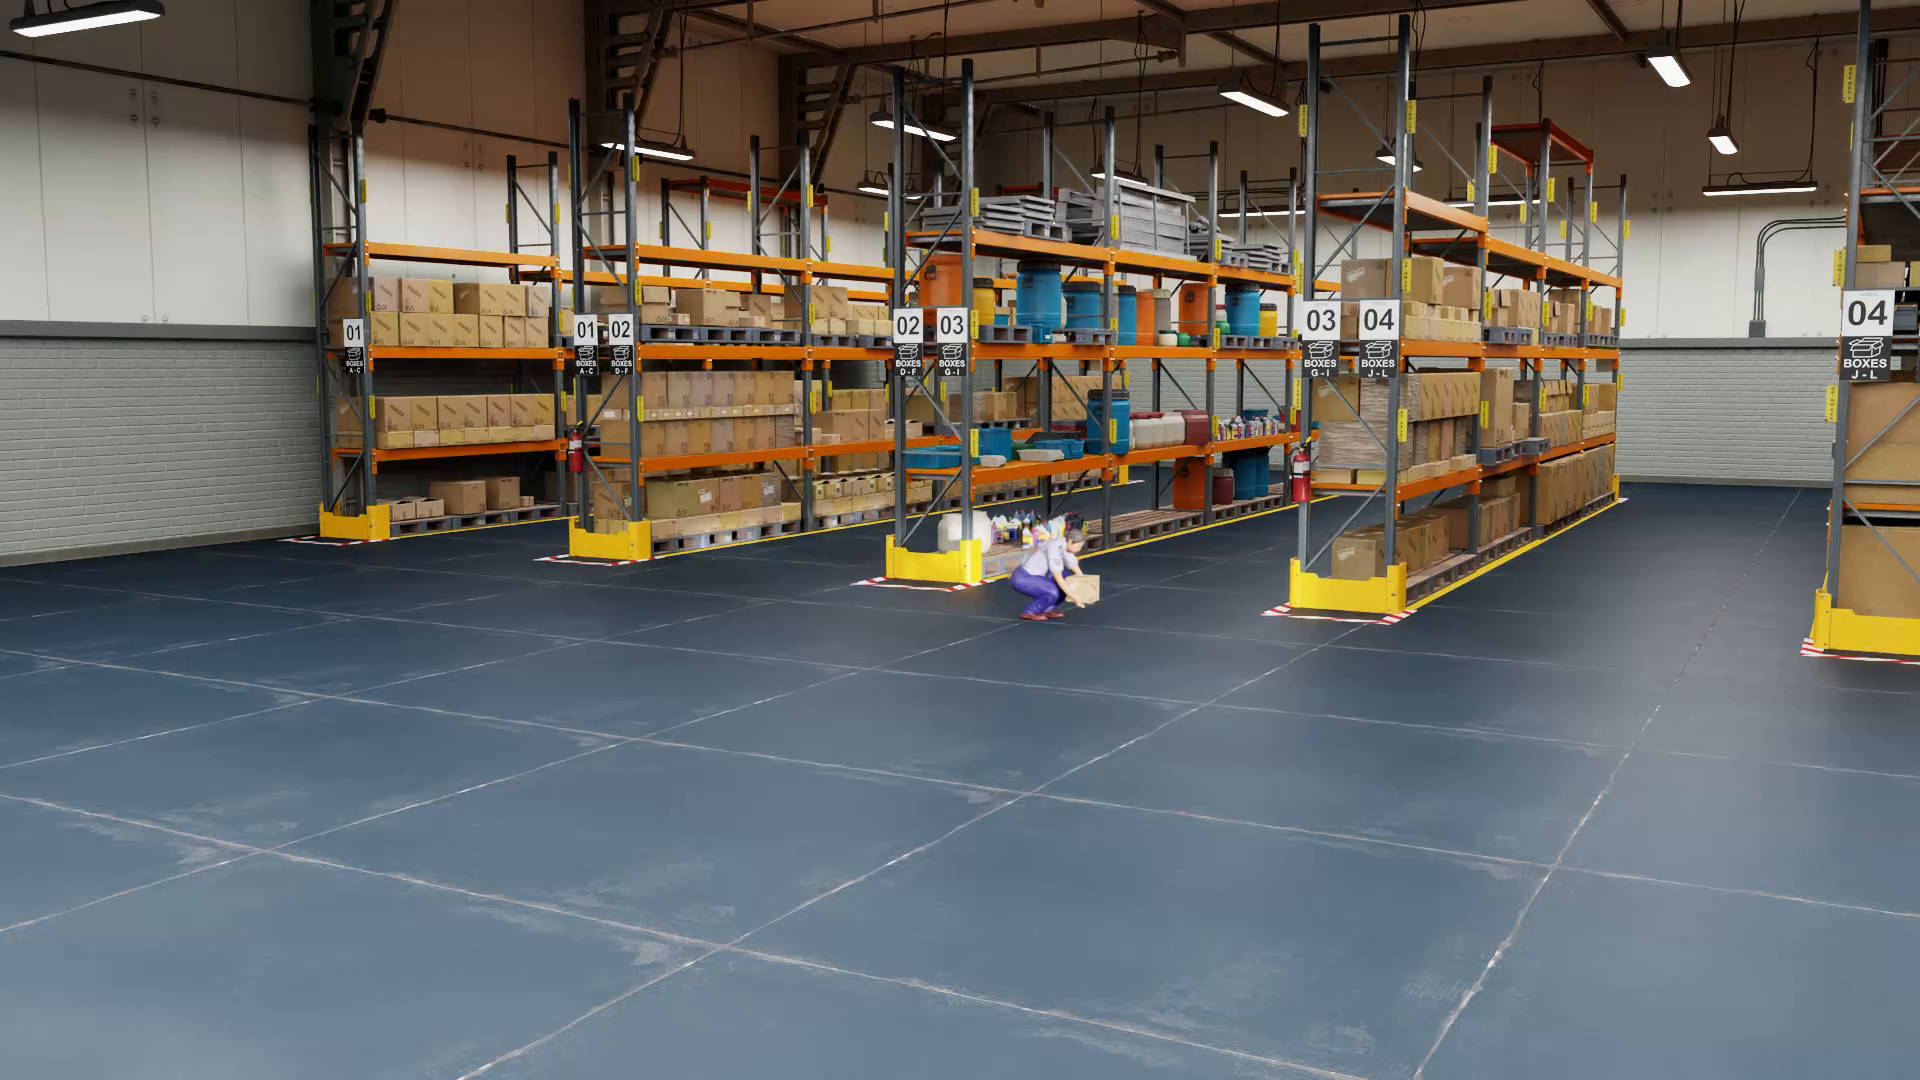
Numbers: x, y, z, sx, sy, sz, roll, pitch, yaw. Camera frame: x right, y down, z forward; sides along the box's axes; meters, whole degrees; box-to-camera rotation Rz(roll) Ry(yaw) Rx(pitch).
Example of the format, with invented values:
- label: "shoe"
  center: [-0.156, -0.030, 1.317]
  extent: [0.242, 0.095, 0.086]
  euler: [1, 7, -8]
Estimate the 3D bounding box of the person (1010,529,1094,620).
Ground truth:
- label: "person"
  center: [0.930, 0.340, 16.731]
  extent: [0.824, 0.924, 0.533]
  euler: [3, 7, 29]
